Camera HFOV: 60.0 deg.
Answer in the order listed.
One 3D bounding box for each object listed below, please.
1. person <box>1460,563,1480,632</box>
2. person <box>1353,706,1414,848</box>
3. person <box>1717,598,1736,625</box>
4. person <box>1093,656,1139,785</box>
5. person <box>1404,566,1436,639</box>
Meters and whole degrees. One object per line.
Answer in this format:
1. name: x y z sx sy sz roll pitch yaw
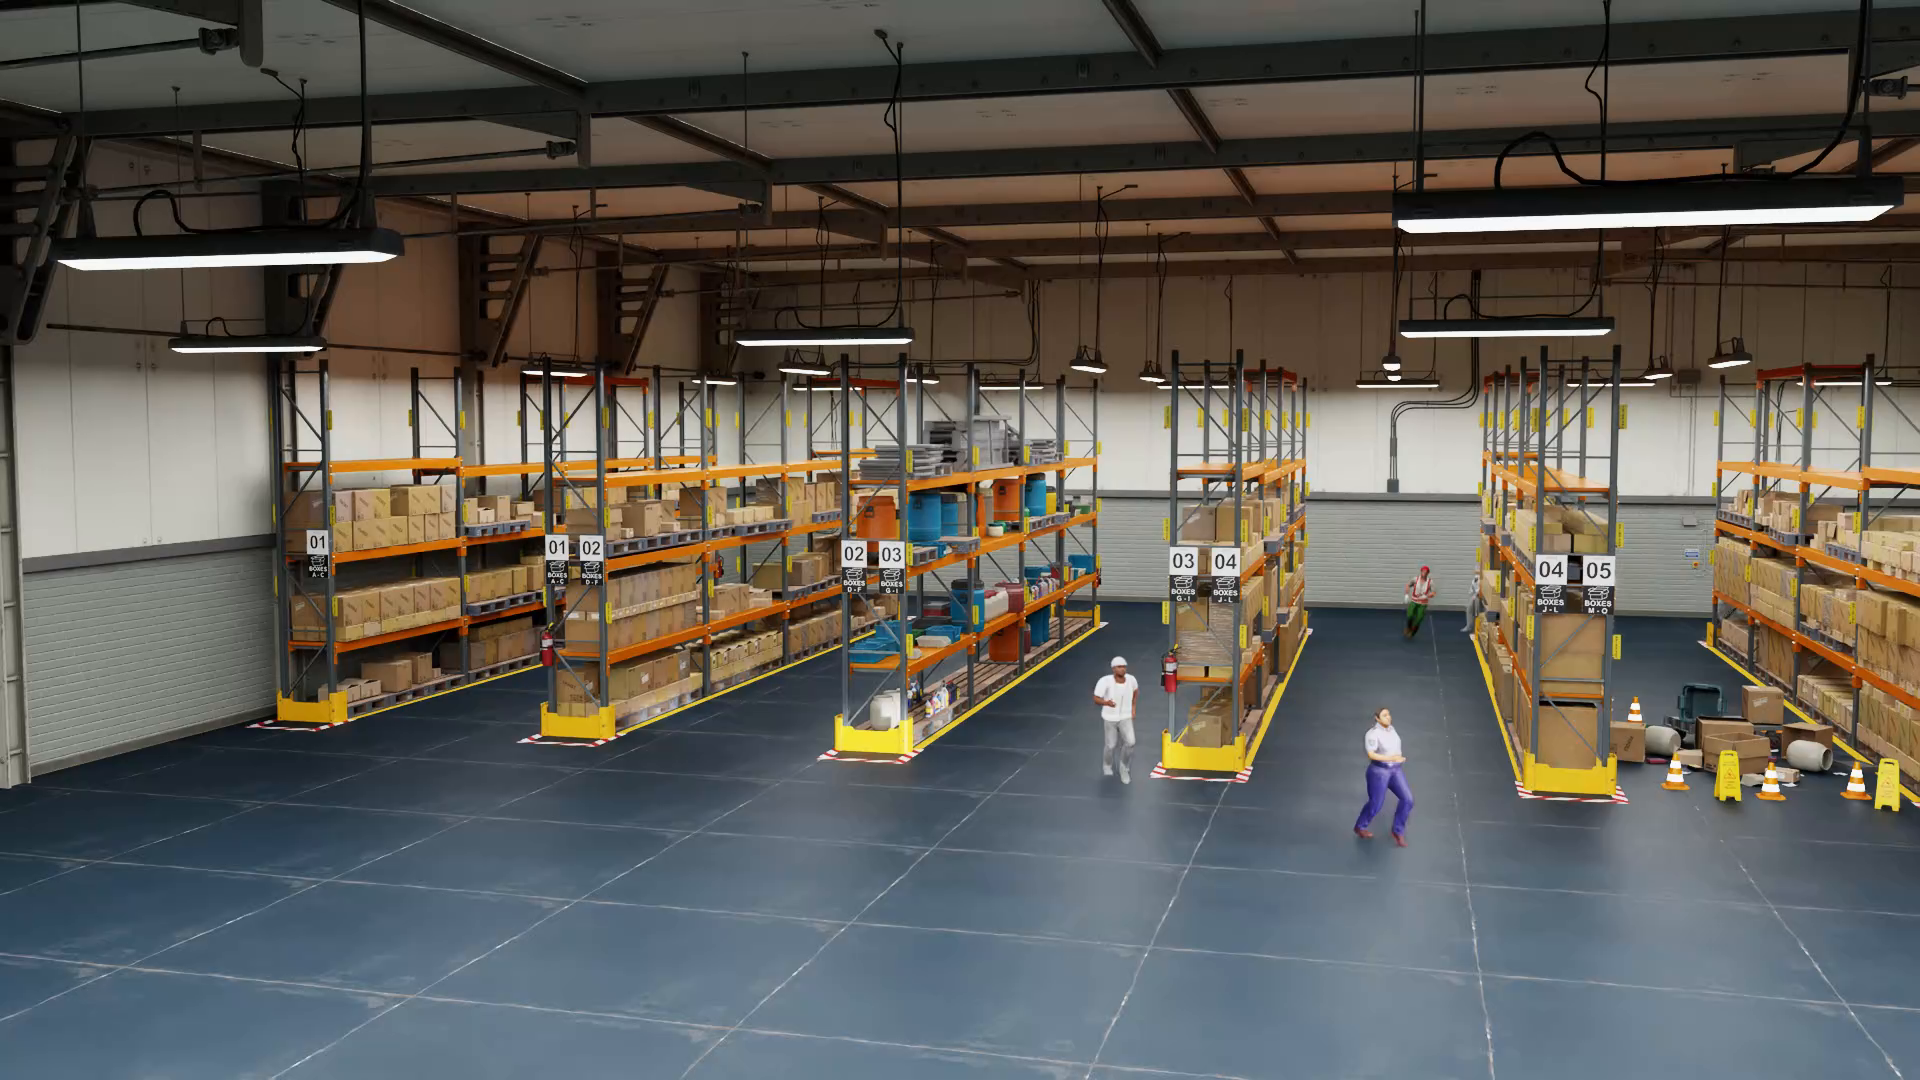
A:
1. person: 12.260 1.371 39.146 0.842 1.662 0.654 0 4 6
2. person: 5.014 2.795 19.665 0.608 1.683 0.733 -3 5 -32
3. person: 17.575 1.429 37.986 0.687 1.812 0.736 3 5 38
4. person: 2.184 2.485 23.043 0.715 1.773 0.784 -1 4 -10
5. person: 10.455 1.431 37.818 0.706 1.696 0.539 1 4 20
